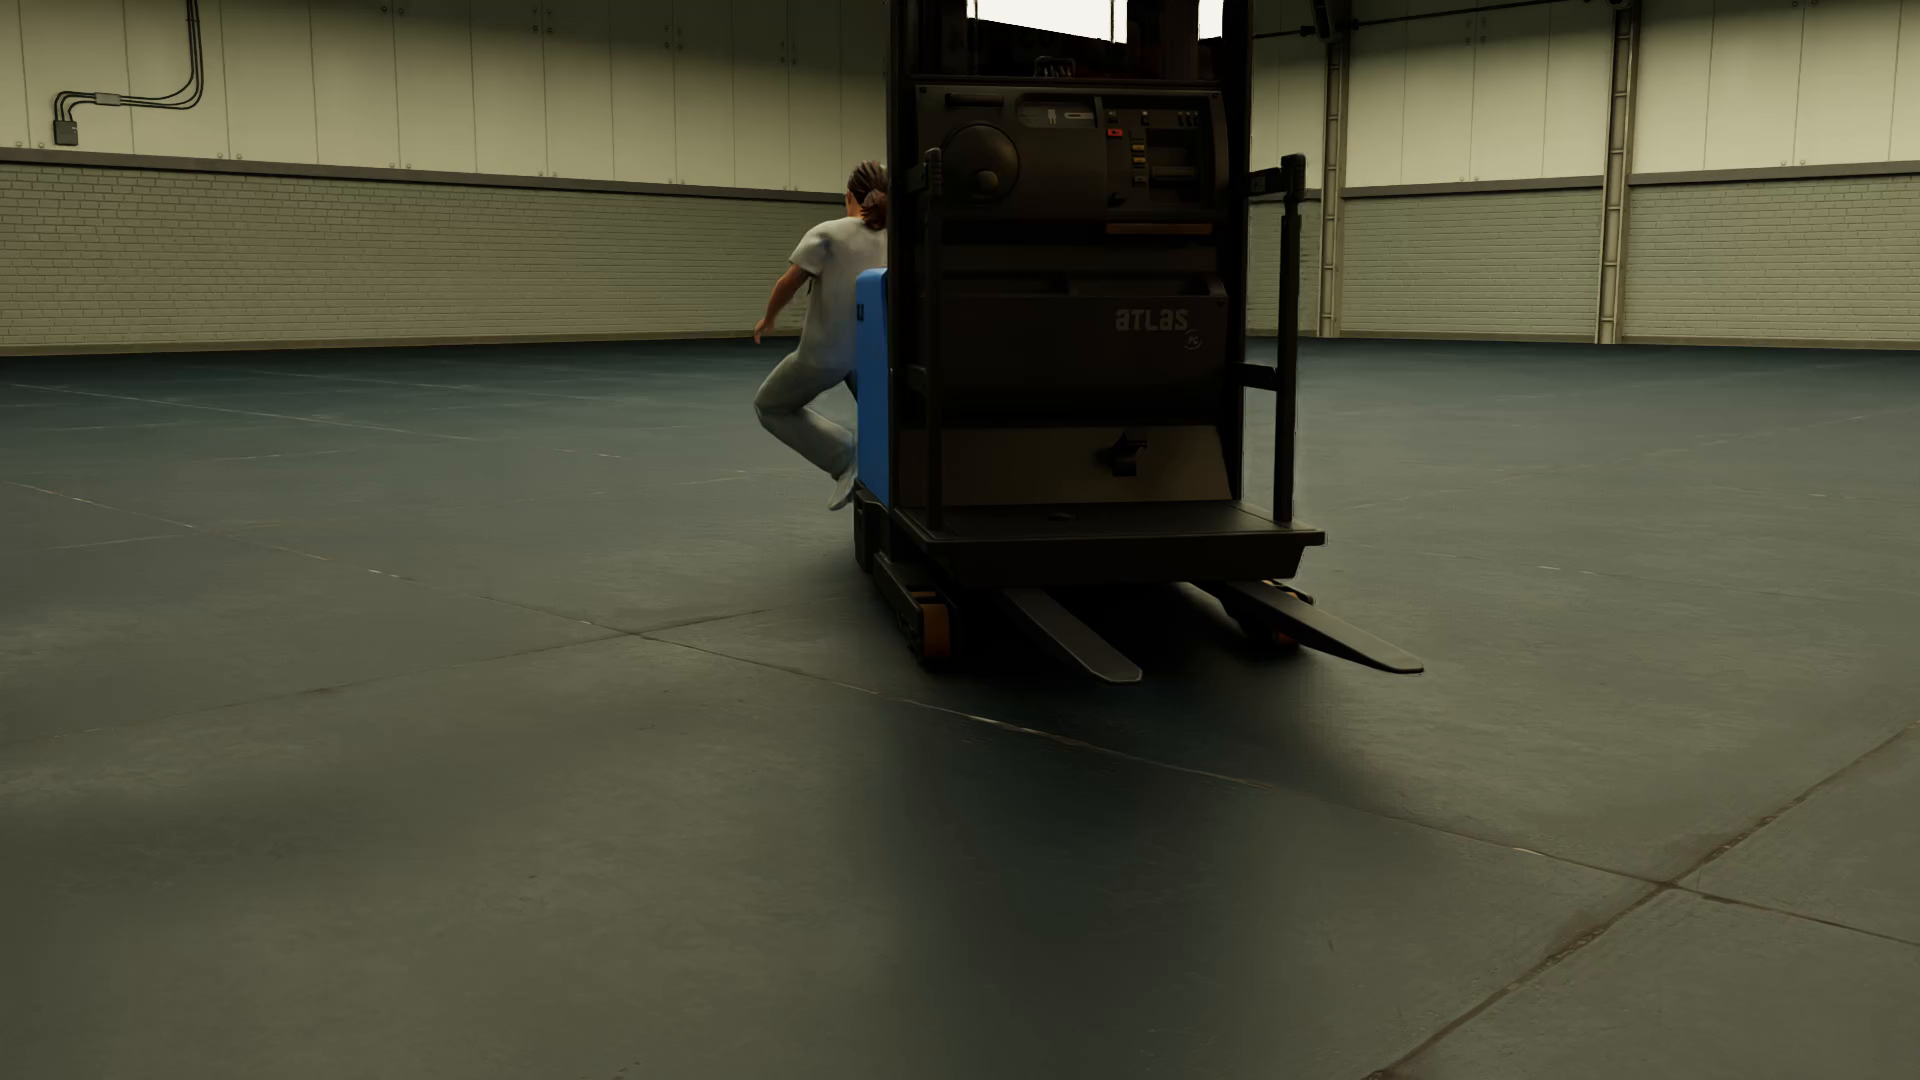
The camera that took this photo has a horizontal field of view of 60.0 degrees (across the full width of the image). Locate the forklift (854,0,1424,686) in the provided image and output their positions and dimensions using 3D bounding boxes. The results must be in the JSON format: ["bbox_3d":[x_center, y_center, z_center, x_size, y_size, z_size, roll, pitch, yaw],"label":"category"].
[{"bbox_3d":[0.370,-1.174,4.669,1.130,2.935,3.031,-1,9,-10],"label":"forklift"}]

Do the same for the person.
[{"bbox_3d":[-0.460,-0.778,6.836,0.756,1.501,0.713,-4,9,-25],"label":"person"}]
